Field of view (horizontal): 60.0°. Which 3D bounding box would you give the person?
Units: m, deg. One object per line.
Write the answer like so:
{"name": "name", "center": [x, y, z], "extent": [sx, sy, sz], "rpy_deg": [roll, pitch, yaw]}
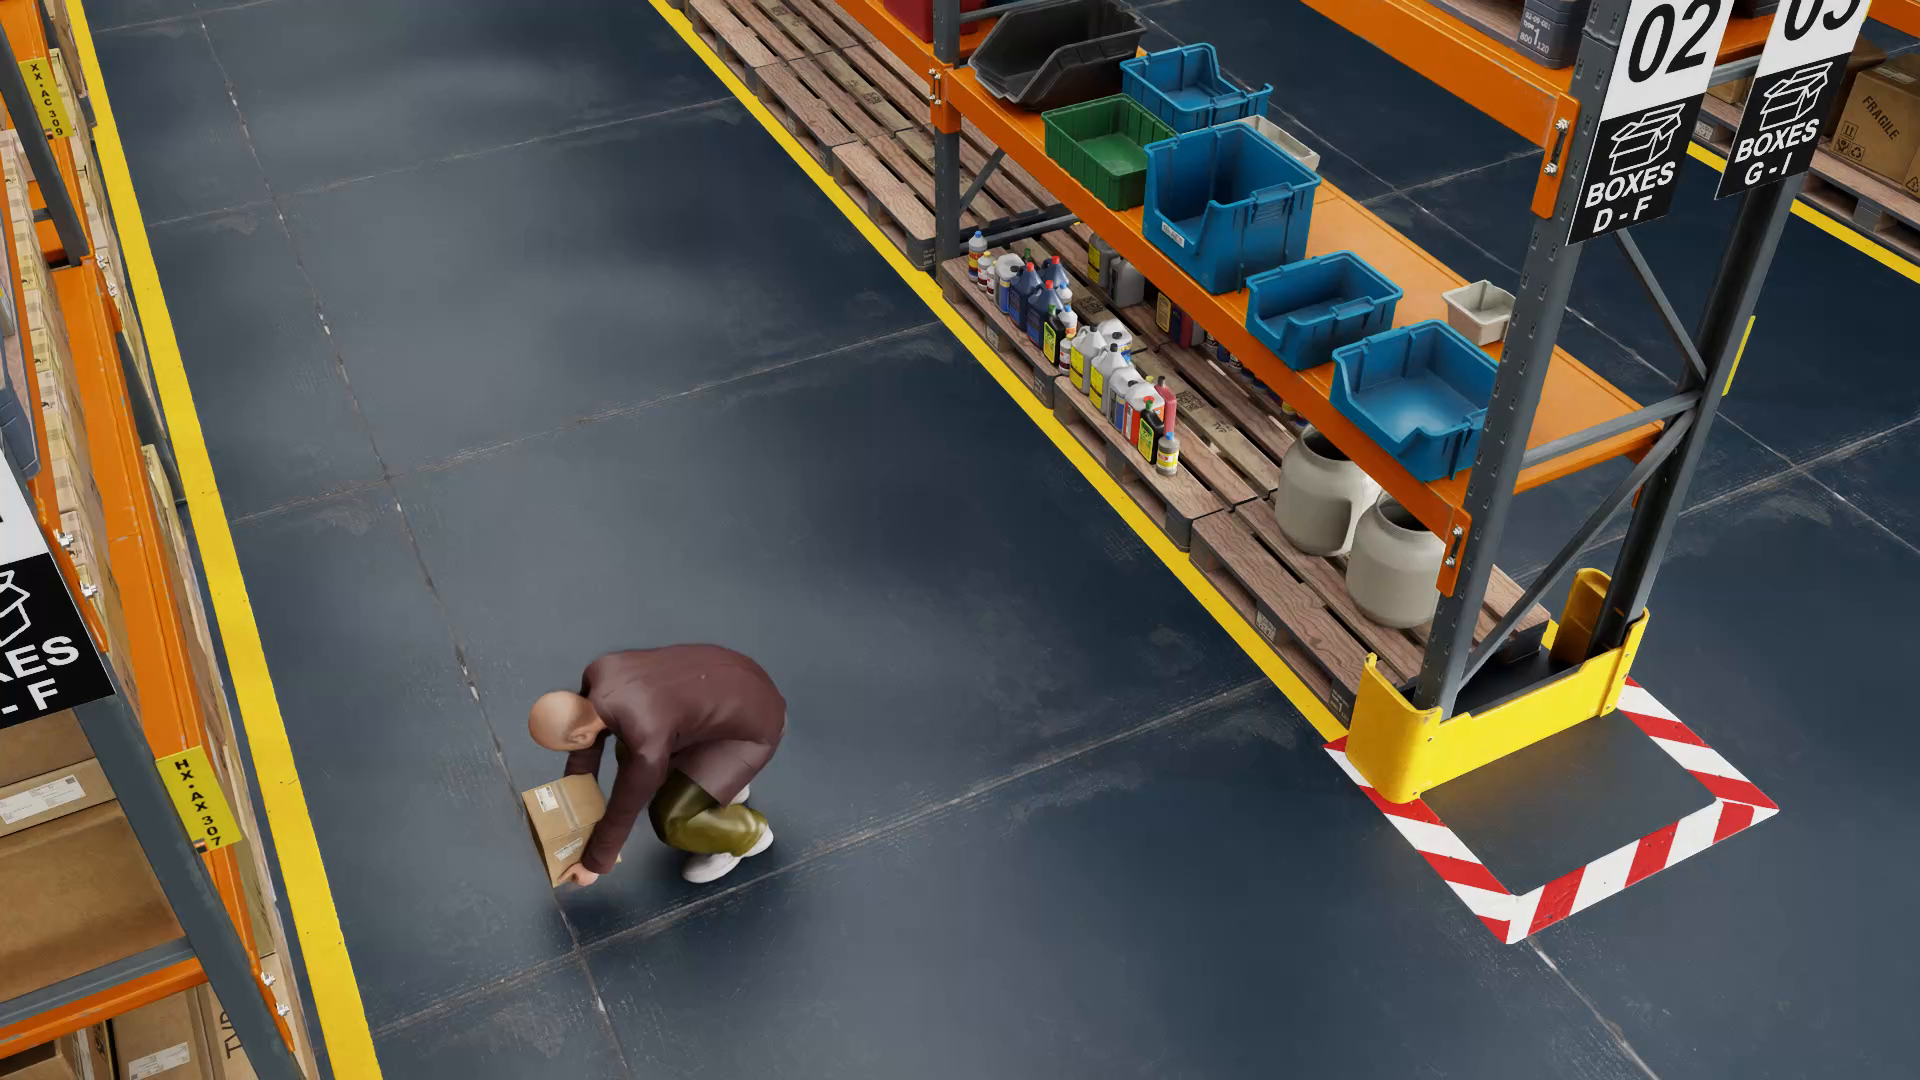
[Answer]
{"name": "person", "center": [-1.053, 0.789, 5.891], "extent": [0.938, 0.948, 0.585], "rpy_deg": [-20, 45, -22]}
